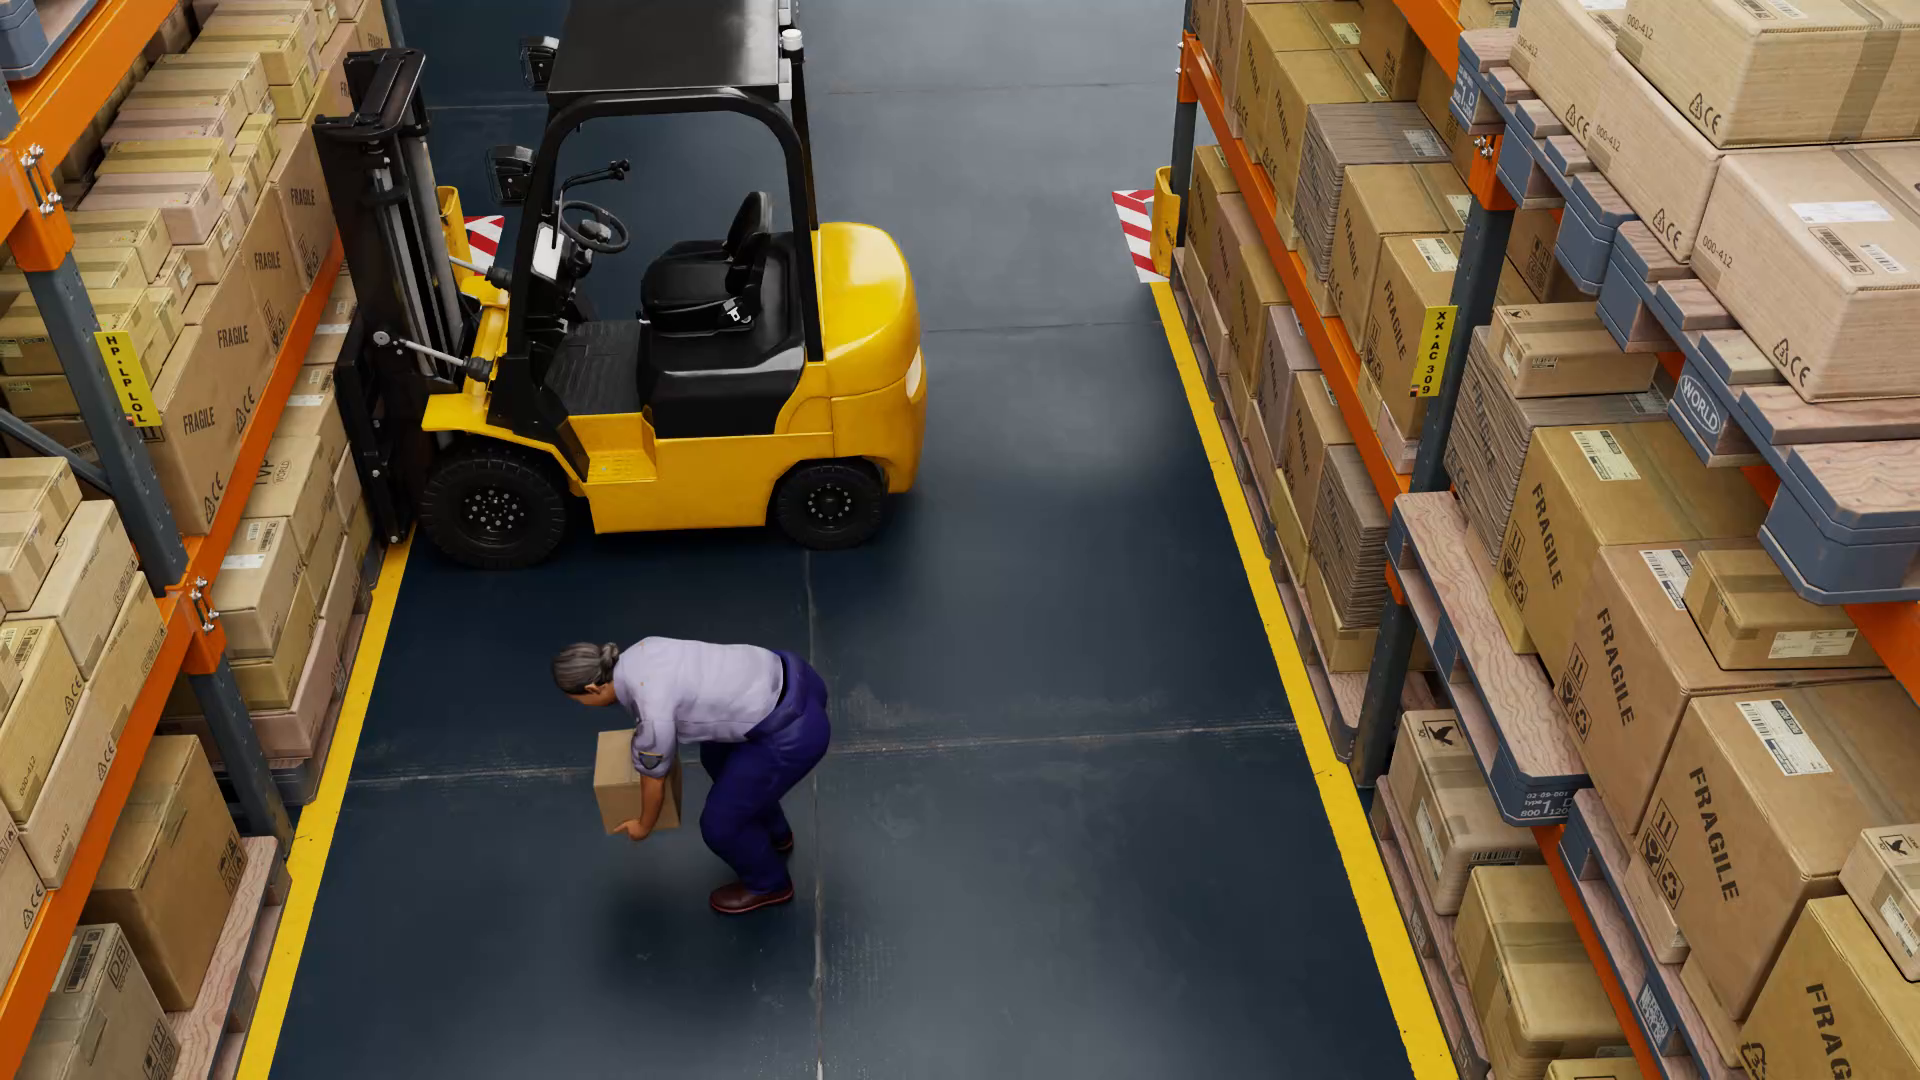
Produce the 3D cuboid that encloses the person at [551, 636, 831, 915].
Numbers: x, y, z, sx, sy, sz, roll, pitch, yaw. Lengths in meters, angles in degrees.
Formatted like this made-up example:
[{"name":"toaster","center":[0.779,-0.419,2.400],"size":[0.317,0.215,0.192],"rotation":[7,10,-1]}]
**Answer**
[{"name":"person","center":[-0.863,0.763,5.625],"size":[0.865,1.160,0.469],"rotation":[-5,40,-6]}]
